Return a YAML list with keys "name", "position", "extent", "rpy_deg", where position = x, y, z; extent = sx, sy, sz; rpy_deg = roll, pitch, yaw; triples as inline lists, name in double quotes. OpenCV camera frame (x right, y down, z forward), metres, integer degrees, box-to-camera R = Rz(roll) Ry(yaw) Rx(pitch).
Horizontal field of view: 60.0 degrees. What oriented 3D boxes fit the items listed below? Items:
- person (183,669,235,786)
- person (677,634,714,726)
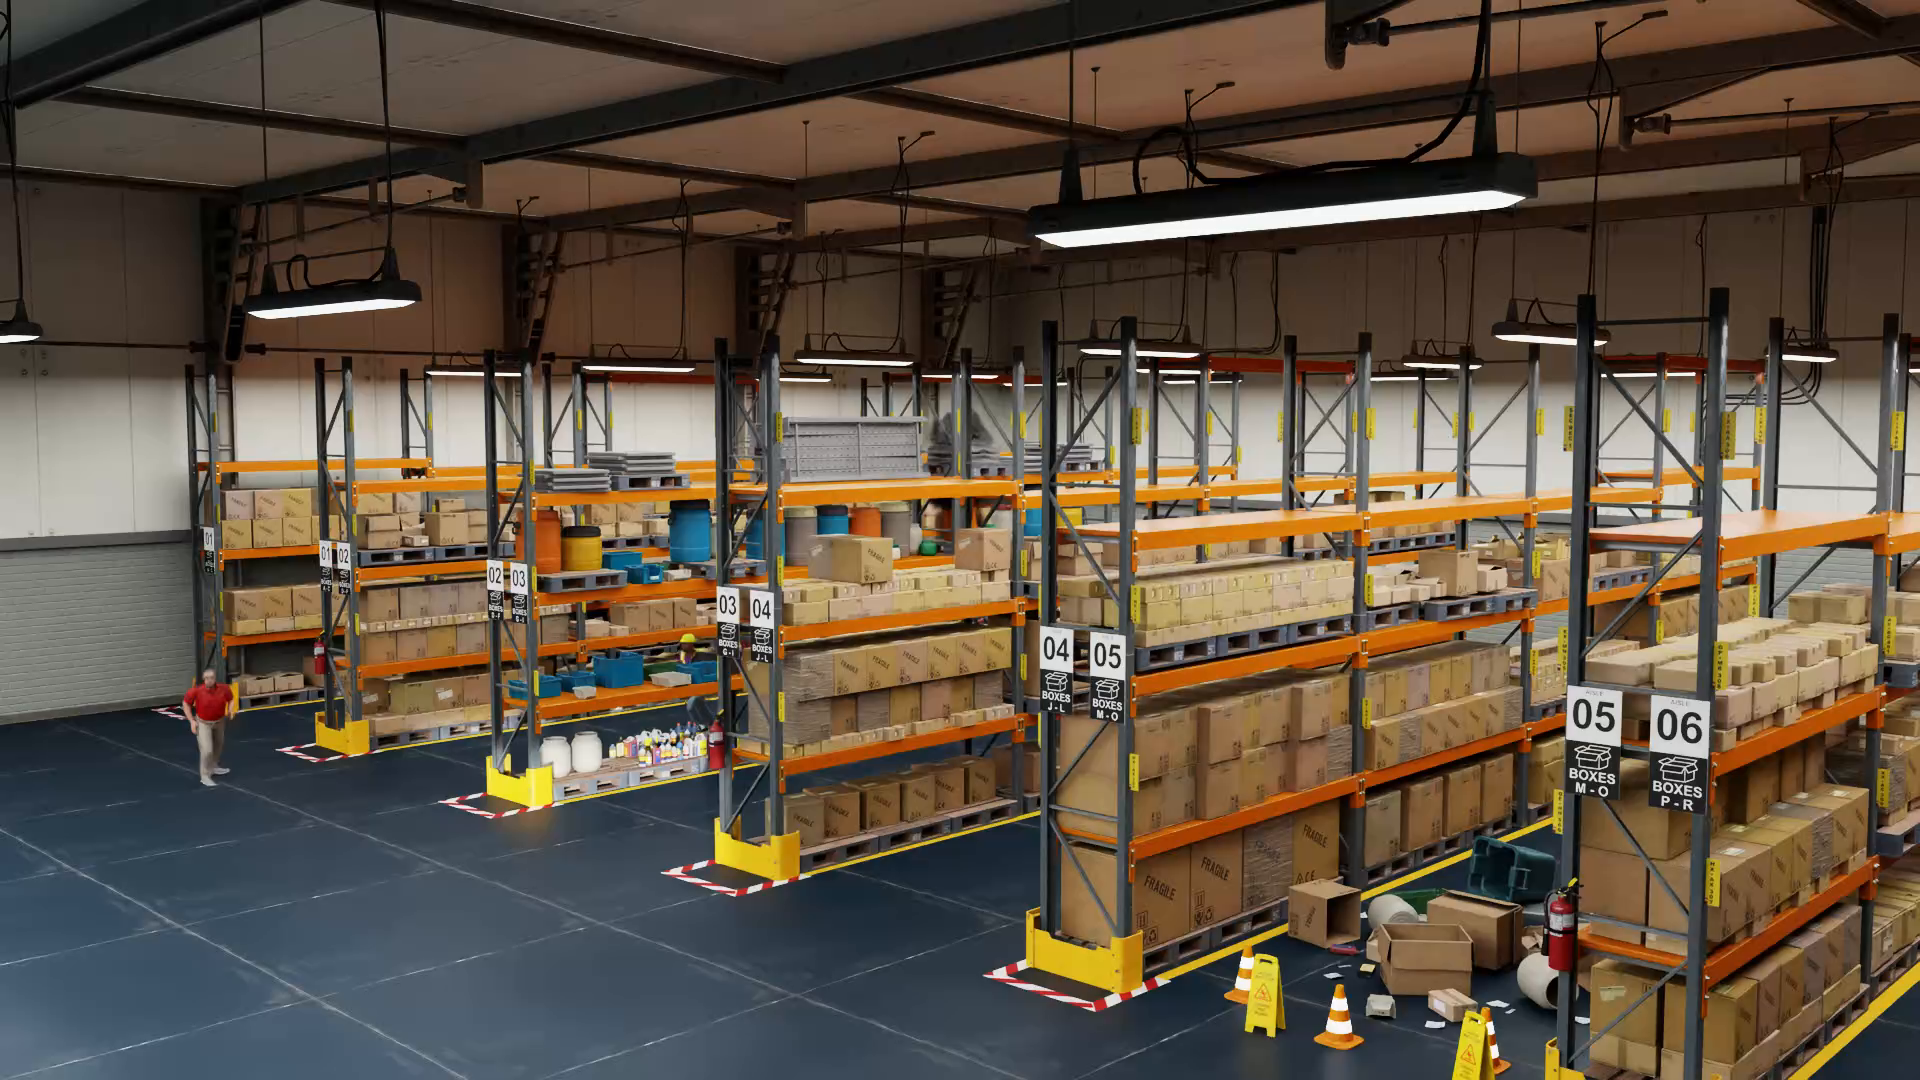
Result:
- name: "person"
  position: [-10.431, 2.628, 23.218]
  extent: [0.920, 1.560, 0.731]
  rpy_deg: [3, 6, 38]
- name: "person"
  position: [-4.124, 2.309, 26.073]
  extent: [0.657, 1.714, 0.956]
  rpy_deg: [4, 6, 41]
